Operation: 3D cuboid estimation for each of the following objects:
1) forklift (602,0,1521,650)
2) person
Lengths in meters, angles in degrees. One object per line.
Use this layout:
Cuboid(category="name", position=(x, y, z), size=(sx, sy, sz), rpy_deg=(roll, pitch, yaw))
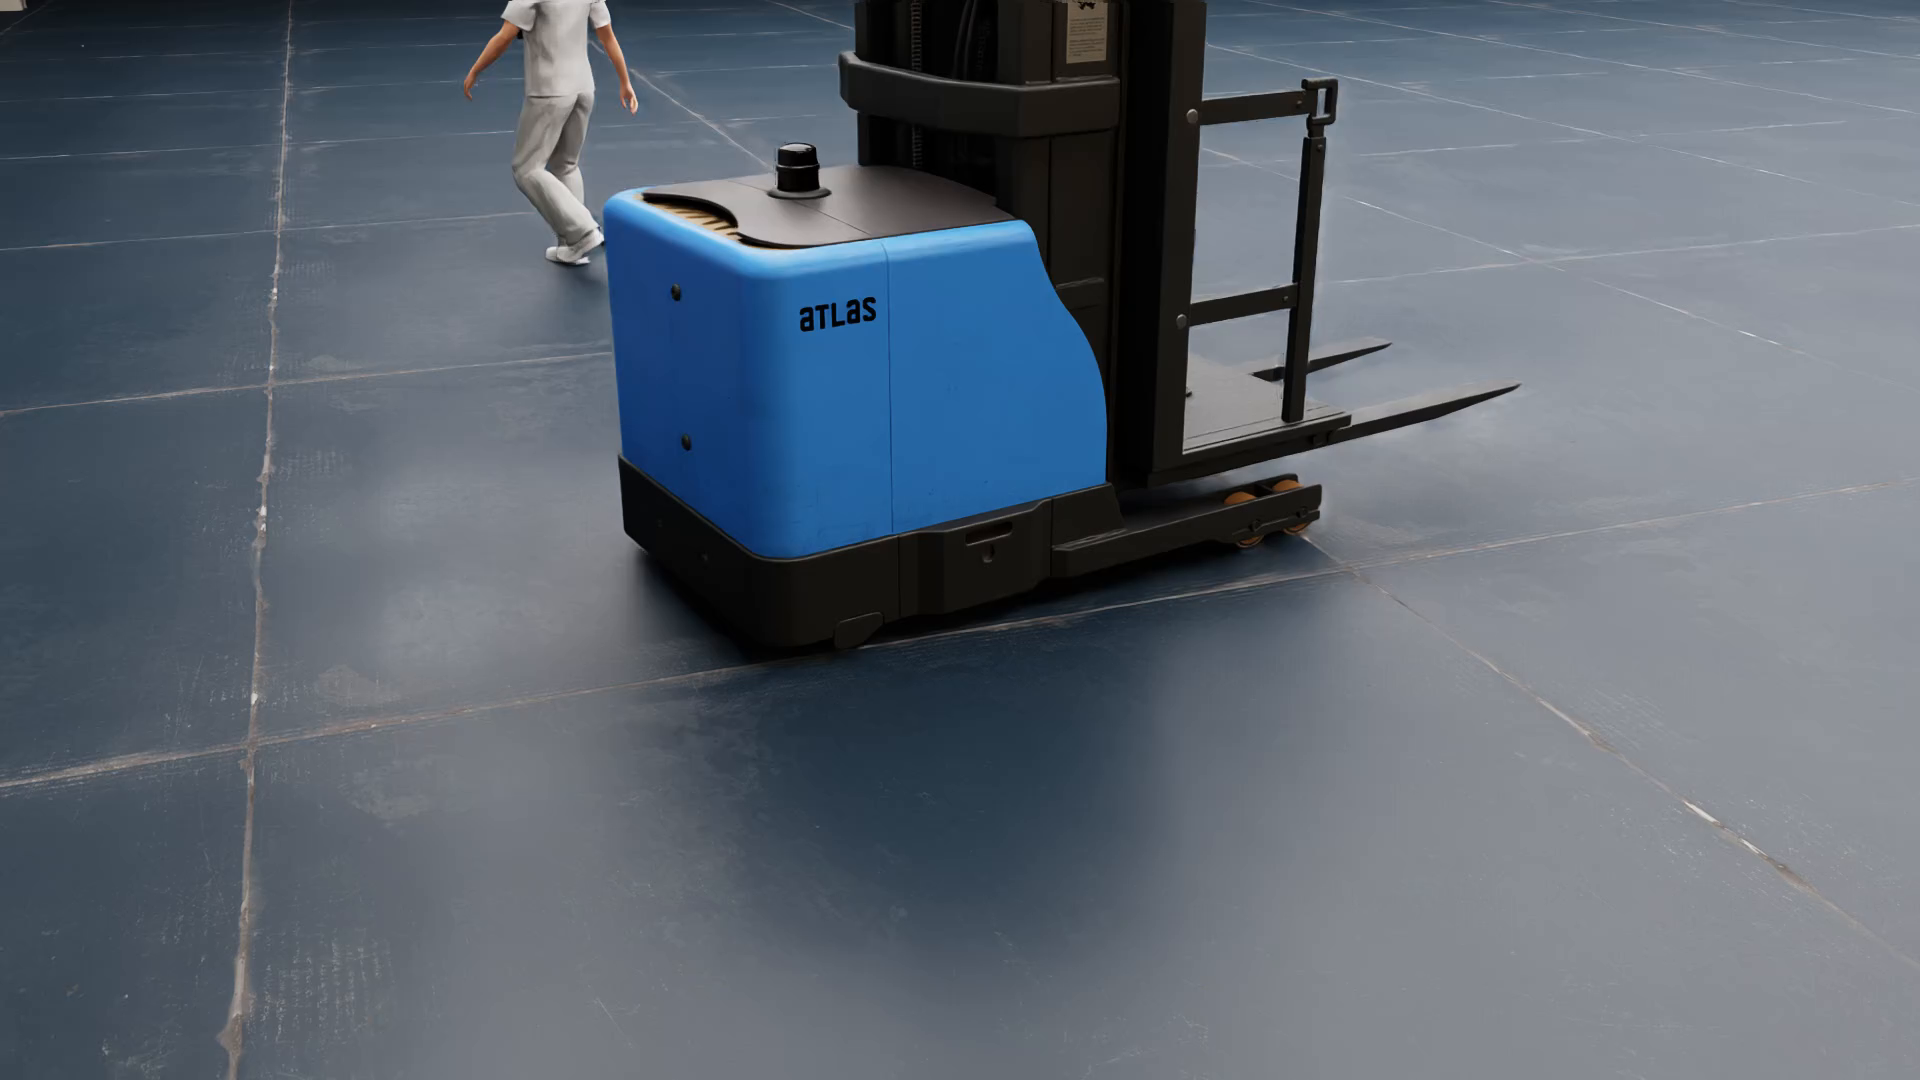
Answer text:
Cuboid(category="forklift", position=(0.509, -1.484, 4.827), size=(3.031, 2.935, 1.130), rpy_deg=(-14, 27, -30))
Cuboid(category="person", position=(-1.915, -2.127, 8.005), size=(0.620, 1.660, 0.718), rpy_deg=(14, 27, 30))
